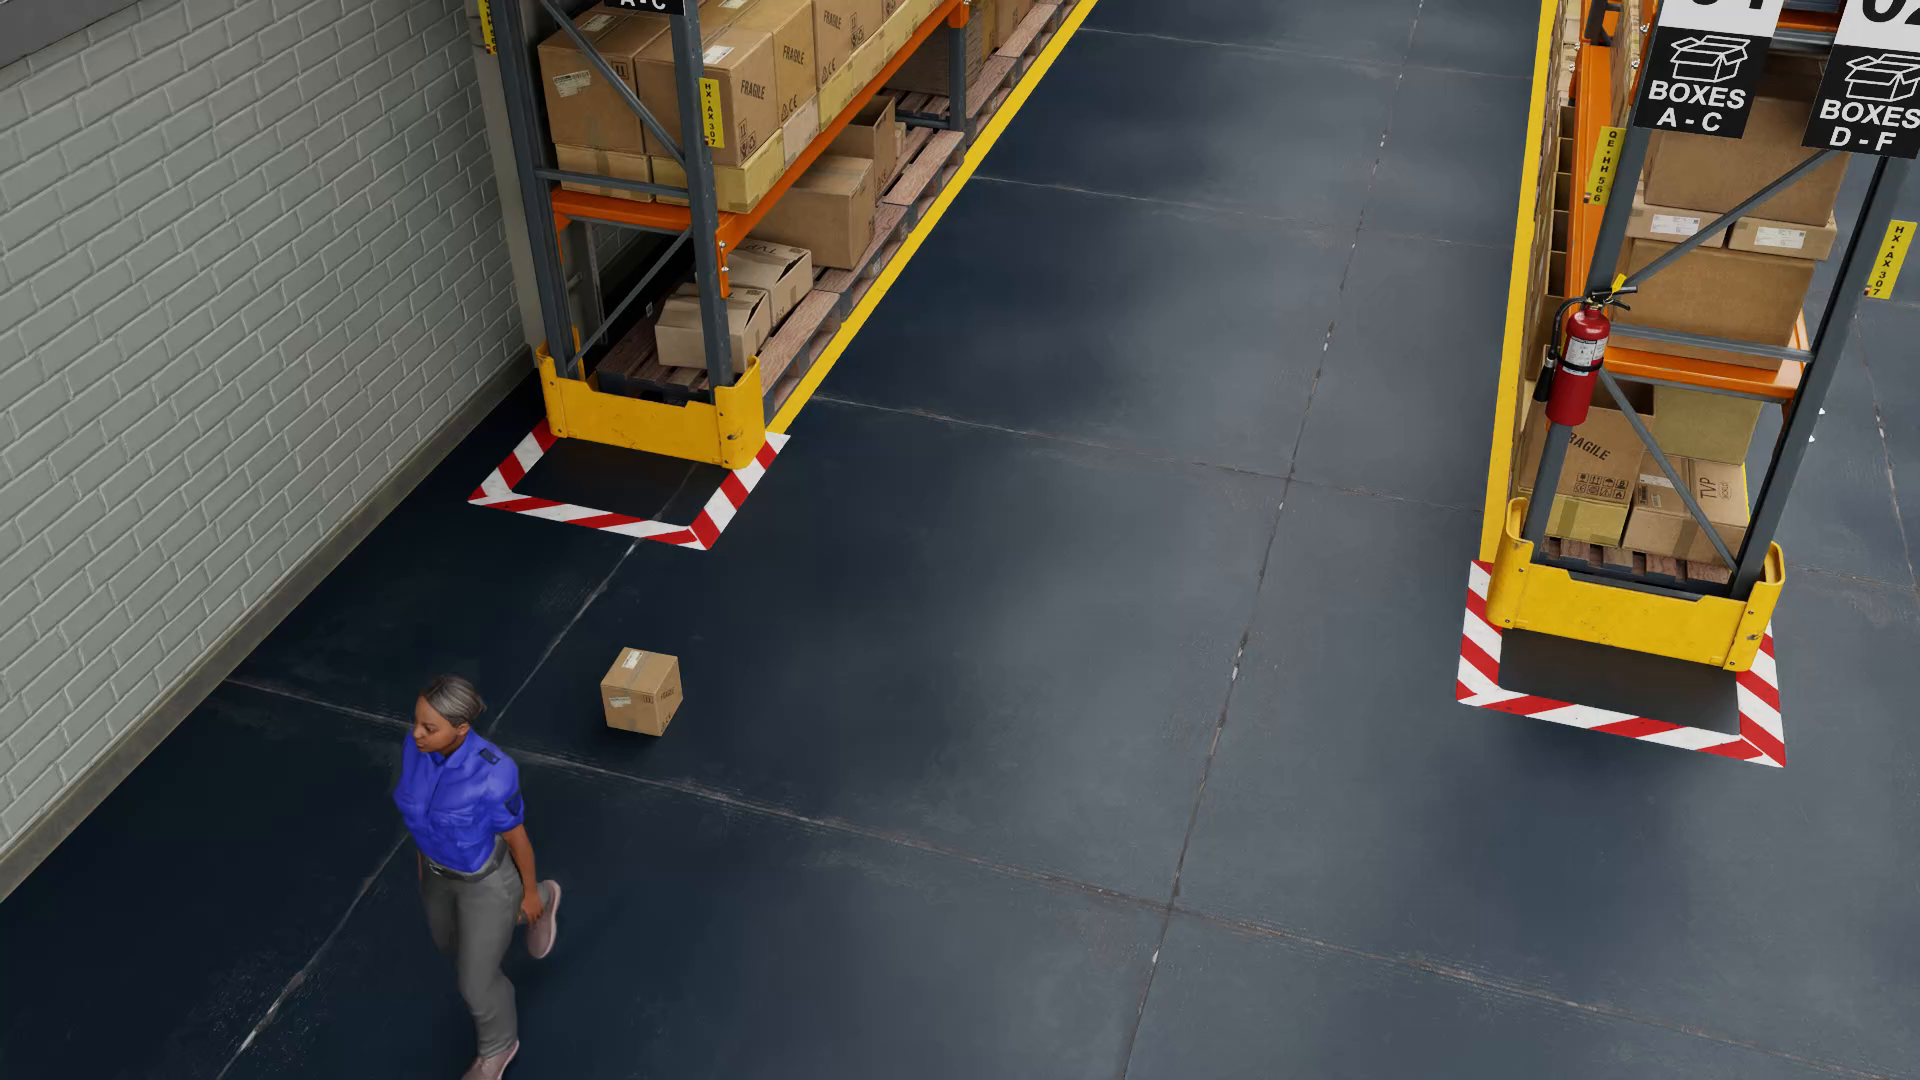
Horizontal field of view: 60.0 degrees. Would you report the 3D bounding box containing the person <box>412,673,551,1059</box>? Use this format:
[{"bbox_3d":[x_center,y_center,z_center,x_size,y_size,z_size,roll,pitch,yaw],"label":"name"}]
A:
[{"bbox_3d":[-1.568,1.024,5.480,0.461,1.559,0.594,19,41,23],"label":"person"}]
